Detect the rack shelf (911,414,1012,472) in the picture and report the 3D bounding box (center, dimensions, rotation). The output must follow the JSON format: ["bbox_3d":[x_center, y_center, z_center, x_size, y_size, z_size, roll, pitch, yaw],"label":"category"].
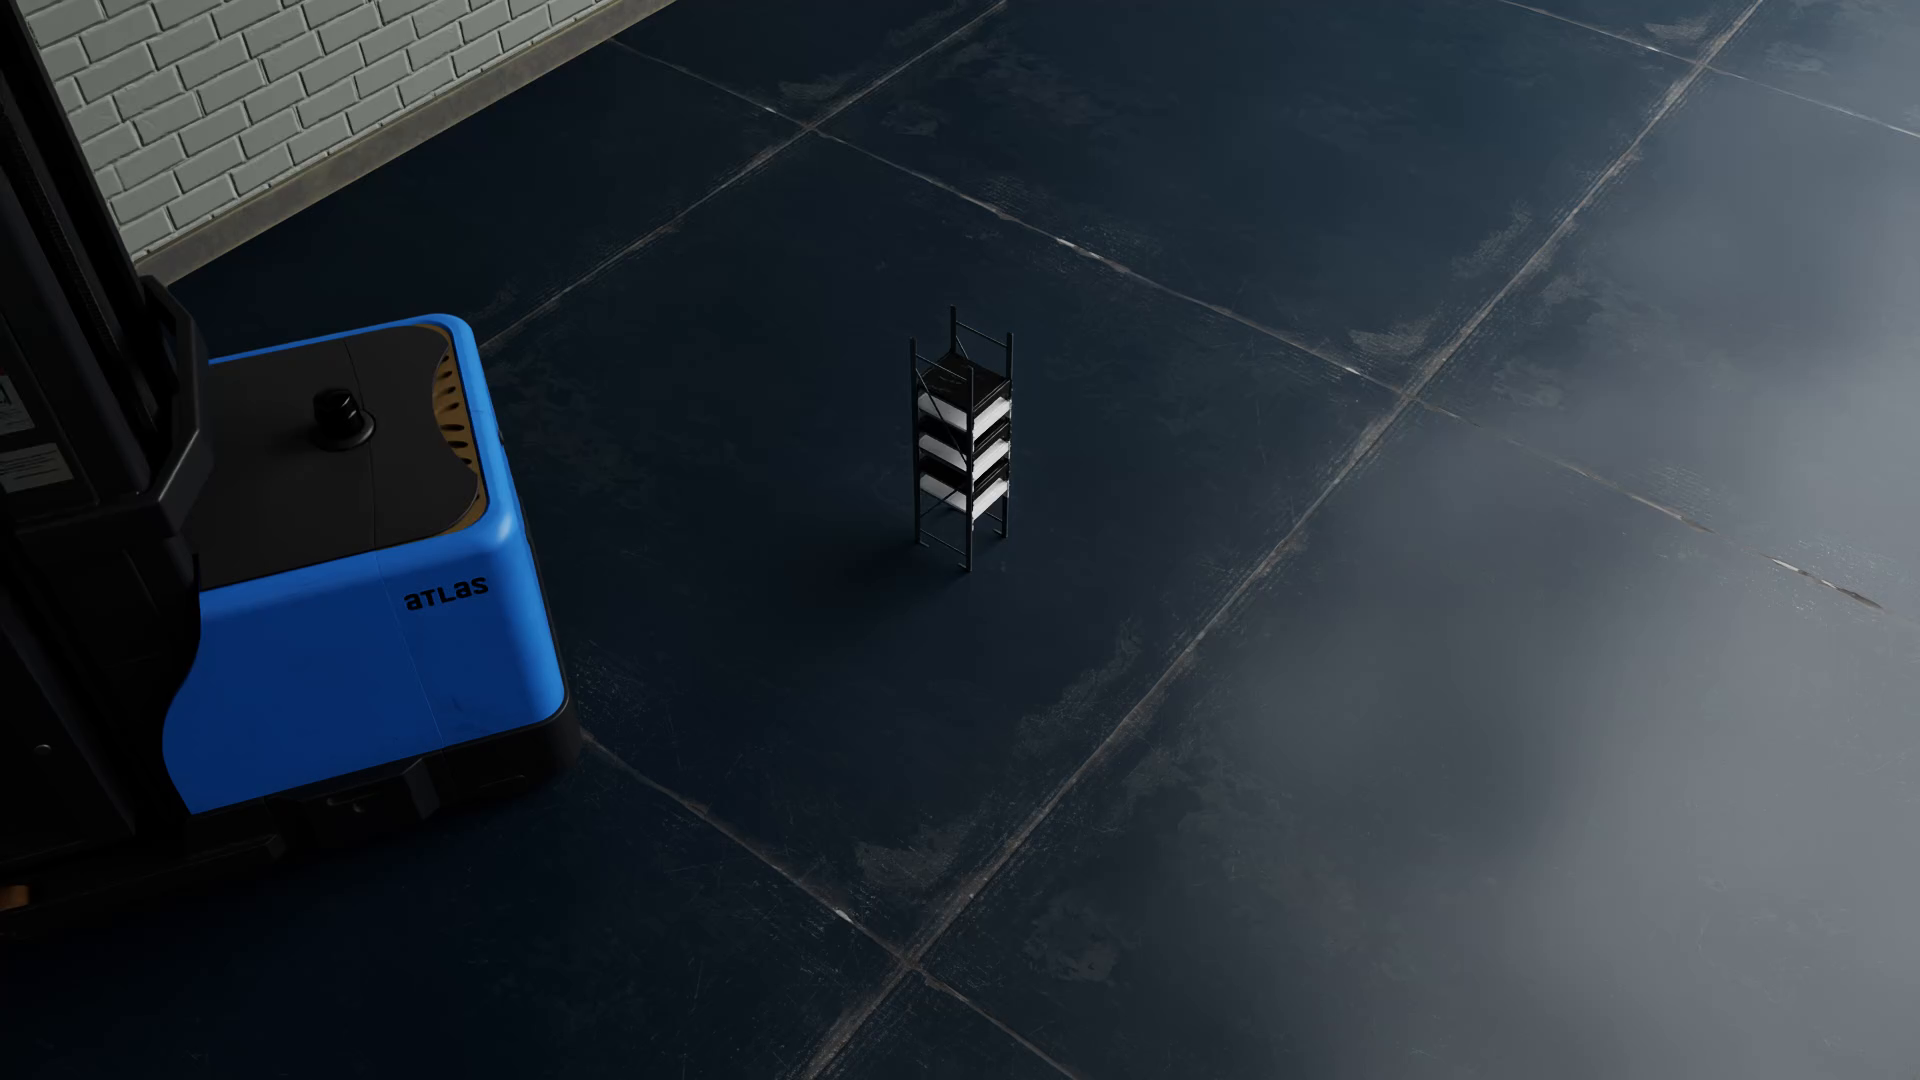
[{"bbox_3d":[0.005,-0.355,5.388,0.258,0.077,0.200,29,53,25],"label":"rack shelf"}]

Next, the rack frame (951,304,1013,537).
[{"bbox_3d":[0.067,-0.374,5.485,0.240,0.900,0.006,29,53,25],"label":"rack frame"}]

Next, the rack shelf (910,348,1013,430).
[{"bbox_3d":[0.005,-0.479,5.258,0.258,0.077,0.200,29,53,25],"label":"rack shelf"}]

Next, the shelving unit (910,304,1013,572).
[{"bbox_3d":[0.005,-0.315,5.429,0.258,0.900,0.210,29,53,25],"label":"shelving unit"}]

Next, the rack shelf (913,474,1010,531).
[{"bbox_3d":[0.005,-0.168,5.583,0.258,0.077,0.200,29,53,25],"label":"rack shelf"}]

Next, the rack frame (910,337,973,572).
[{"bbox_3d":[-0.057,-0.257,5.373,0.240,0.900,0.006,29,53,25],"label":"rack frame"}]

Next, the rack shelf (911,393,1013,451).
[{"bbox_3d":[0.005,-0.417,5.323,0.258,0.077,0.200,29,53,25],"label":"rack shelf"}]

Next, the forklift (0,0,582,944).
[{"bbox_3d":[-2.721,-0.276,3.986,3.031,2.935,1.130,-14,48,-13],"label":"forklift"}]

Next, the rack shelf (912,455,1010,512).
[{"bbox_3d":[0.005,-0.230,5.518,0.258,0.077,0.200,29,53,25],"label":"rack shelf"}]

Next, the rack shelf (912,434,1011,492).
[{"bbox_3d":[0.005,-0.292,5.453,0.258,0.077,0.200,29,53,25],"label":"rack shelf"}]
